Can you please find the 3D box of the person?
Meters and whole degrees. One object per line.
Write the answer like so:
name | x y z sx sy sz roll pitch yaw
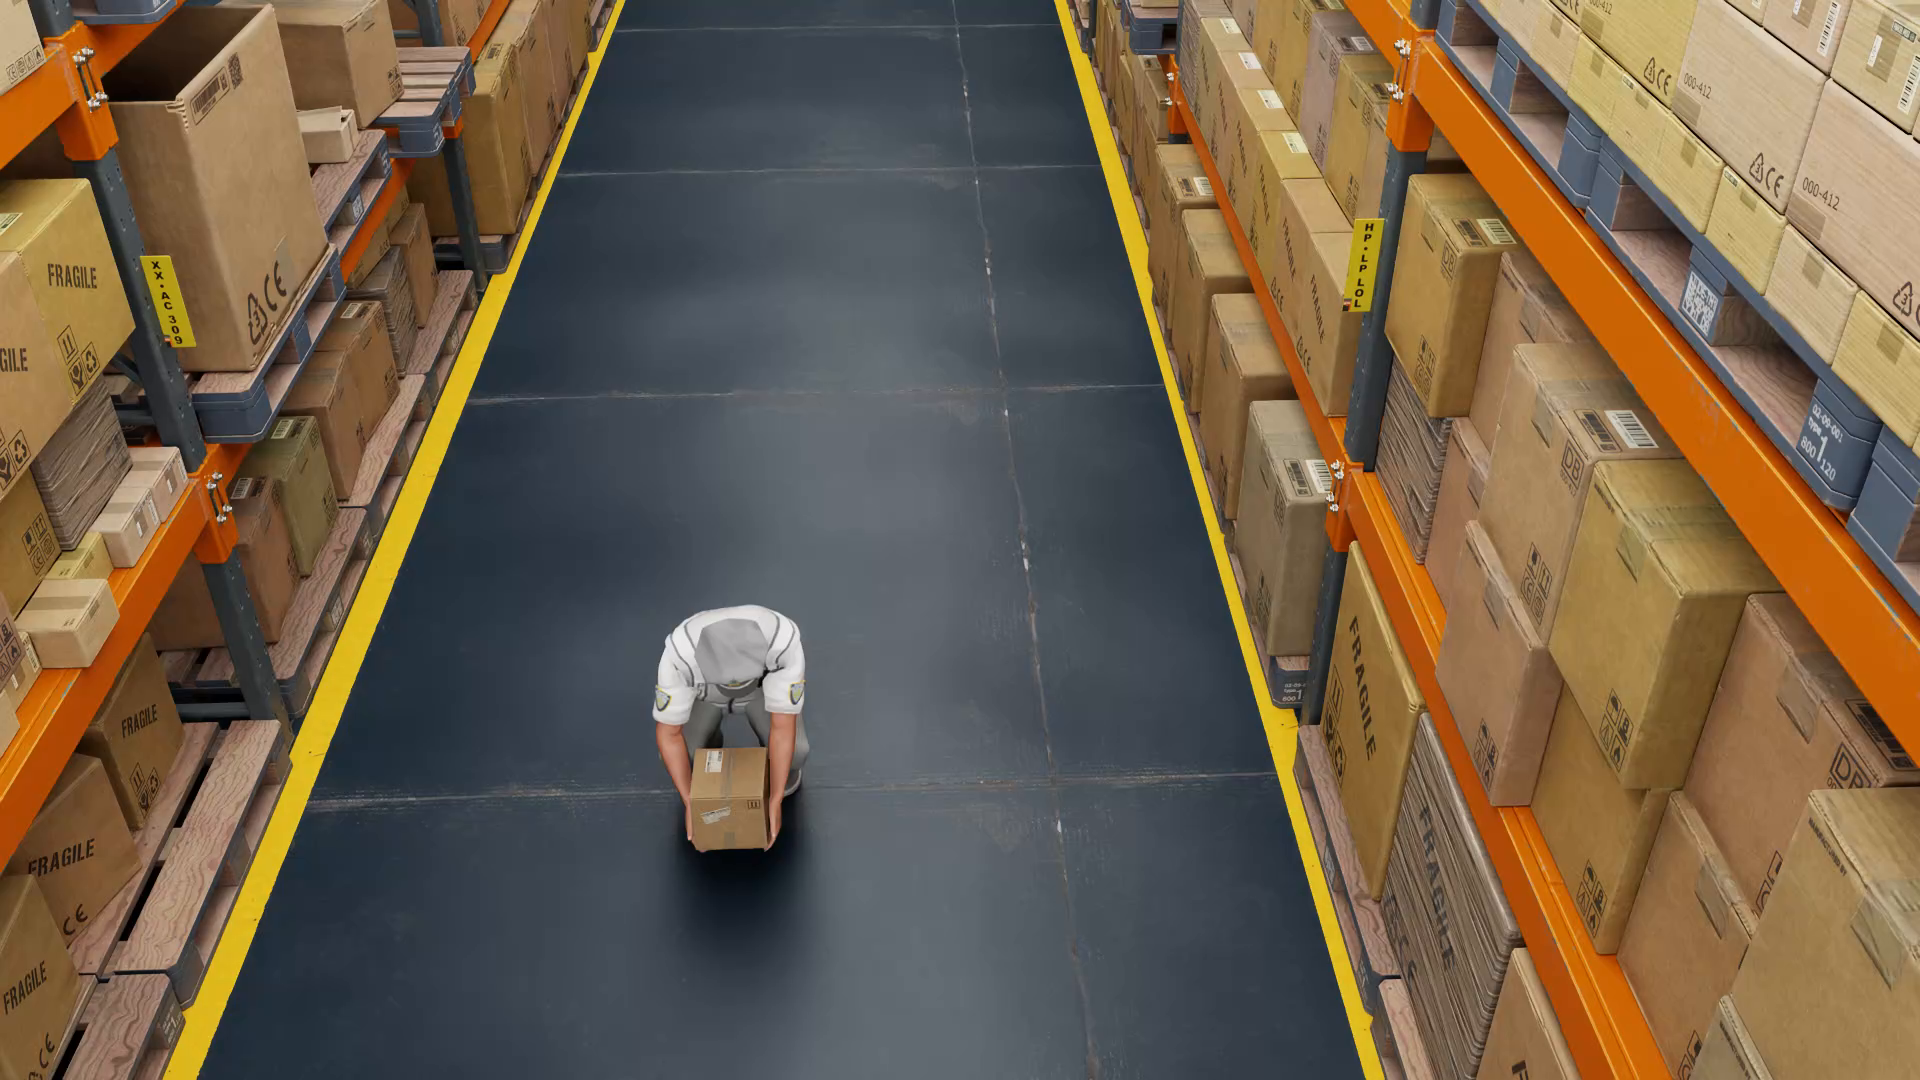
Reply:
person | -0.822 0.559 6.001 0.548 1.011 0.898 -2 35 -2
